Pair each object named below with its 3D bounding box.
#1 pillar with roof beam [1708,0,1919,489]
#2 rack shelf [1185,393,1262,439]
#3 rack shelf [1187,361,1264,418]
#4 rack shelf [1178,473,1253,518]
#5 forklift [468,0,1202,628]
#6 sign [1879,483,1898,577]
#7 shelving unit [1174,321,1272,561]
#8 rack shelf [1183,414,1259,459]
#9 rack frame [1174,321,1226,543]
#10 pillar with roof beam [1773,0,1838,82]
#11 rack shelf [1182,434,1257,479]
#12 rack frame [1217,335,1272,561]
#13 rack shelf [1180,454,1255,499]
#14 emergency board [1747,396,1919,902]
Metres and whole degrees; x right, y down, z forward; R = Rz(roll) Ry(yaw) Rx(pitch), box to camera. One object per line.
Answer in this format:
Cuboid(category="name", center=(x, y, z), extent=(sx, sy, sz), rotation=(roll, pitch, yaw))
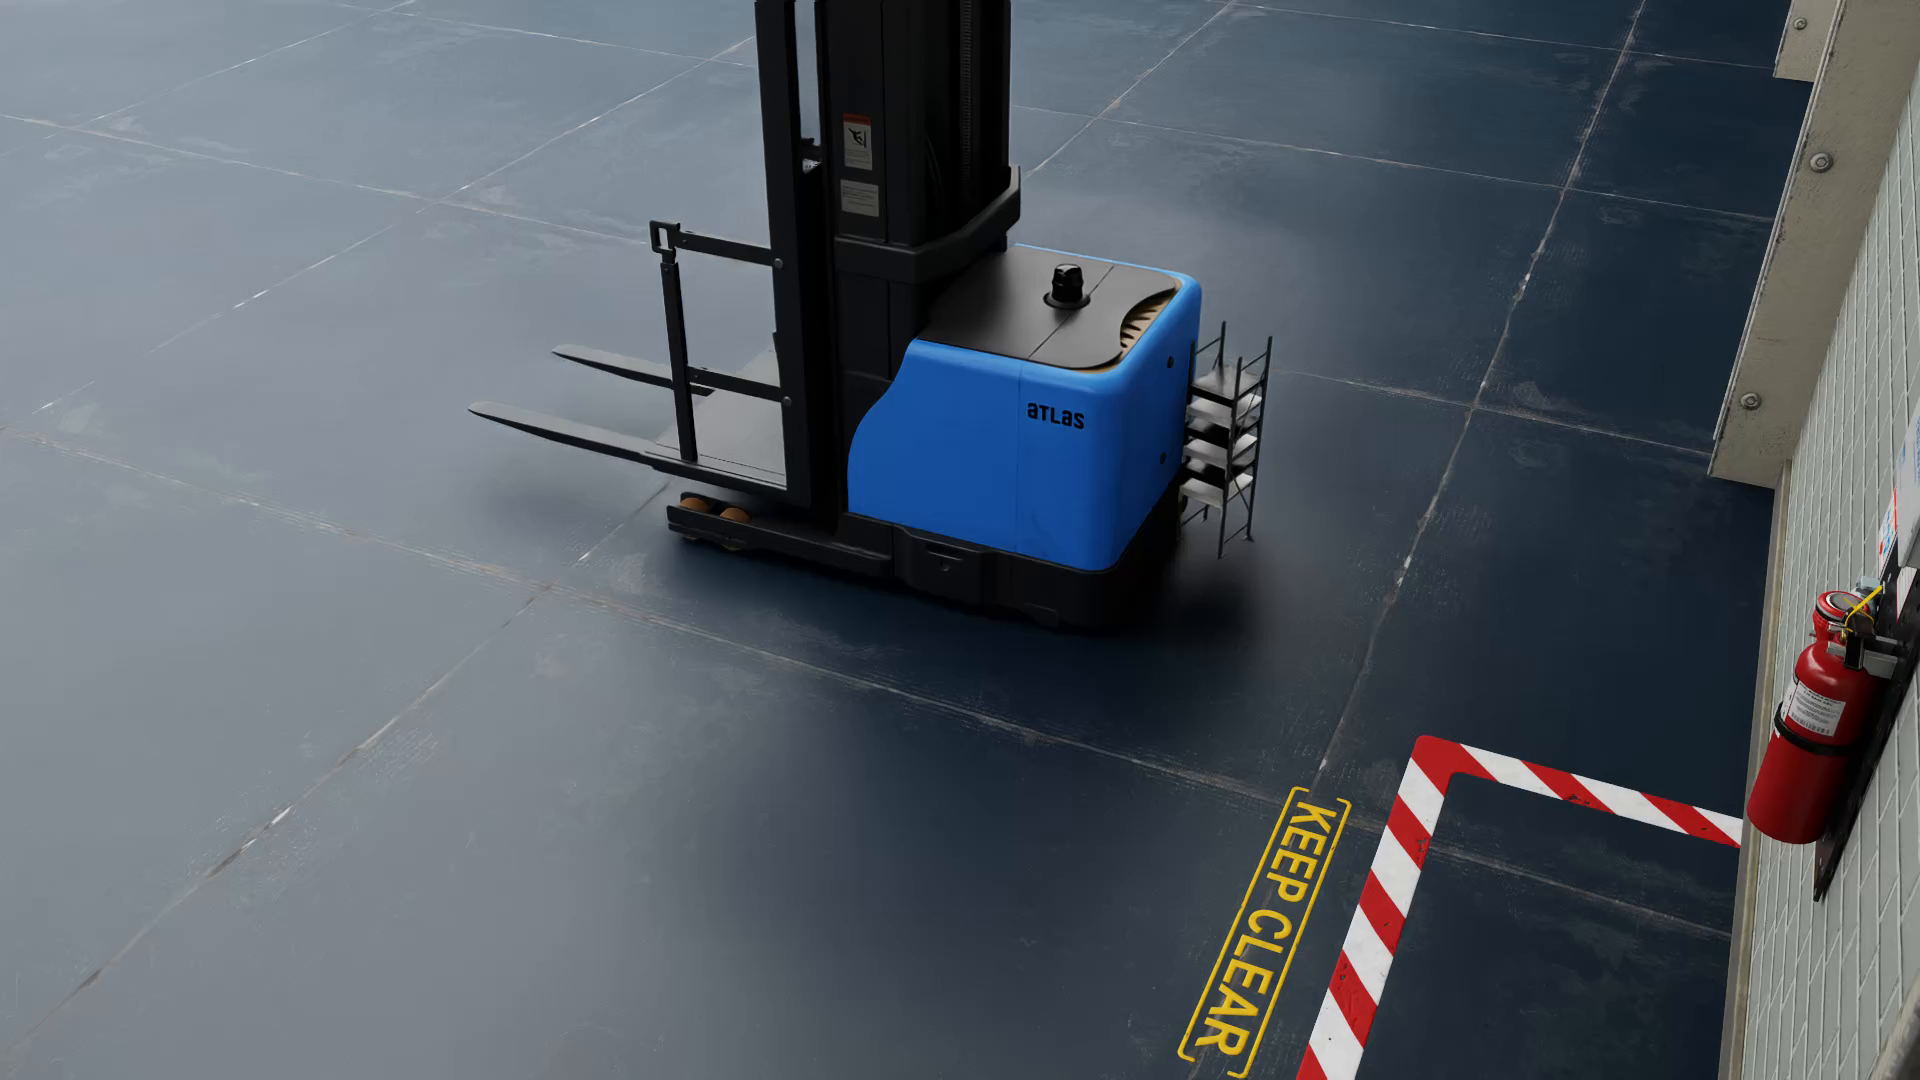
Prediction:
Cuboid(category="pillar with roof beam", center=(-0.461, -5.094, 6.312), extent=(9.100, 9.000, 0.400), rotation=(14, 36, 20))
Cuboid(category="rack shelf", center=(1.025, -0.504, 6.431), extent=(0.200, 0.077, 0.258), rotation=(24, 40, 32))
Cuboid(category="rack shelf", center=(1.025, -0.579, 6.381), extent=(0.200, 0.077, 0.258), rotation=(24, 40, 32))
Cuboid(category="rack shelf", center=(1.025, -0.203, 6.628), extent=(0.200, 0.077, 0.258), rotation=(24, 40, 32))
Cuboid(category="forklift", center=(-0.624, -1.432, 6.261), extent=(3.031, 2.935, 1.130), rotation=(14, 36, 20))
Cuboid(category="sign", center=(2.332, -0.098, 4.131), extent=(0.001, 0.329, 0.234), rotation=(14, 36, 20))
Cuboid(category="shelving unit", center=(1.025, -0.382, 6.511), extent=(0.210, 0.900, 0.258), rotation=(24, 40, 32))
Cuboid(category="rack shelf", center=(1.025, -0.429, 6.480), extent=(0.200, 0.077, 0.258), rotation=(24, 40, 32))
Cuboid(category="rack frame", center=(0.946, -0.417, 6.565), extent=(0.006, 0.900, 0.240), rotation=(24, 40, 32))
Cuboid(category="pillar with roof beam", center=(2.049, -8.082, 10.869), extent=(9.100, 9.000, 0.400), rotation=(14, 36, 20))
Cuboid(category="rack shelf", center=(1.025, -0.354, 6.529), extent=(0.200, 0.077, 0.258), rotation=(24, 40, 32))
Cuboid(category="rack frame", center=(1.104, -0.346, 6.458), extent=(0.006, 0.900, 0.240), rotation=(24, 40, 32))
Cuboid(category="rack shelf", center=(1.025, -0.278, 6.579), extent=(0.200, 0.077, 0.258), rotation=(24, 40, 32))
Cuboid(category="emergency board", center=(2.007, 0.169, 3.757), extent=(0.194, 1.169, 0.643), rotation=(14, 36, 20))
